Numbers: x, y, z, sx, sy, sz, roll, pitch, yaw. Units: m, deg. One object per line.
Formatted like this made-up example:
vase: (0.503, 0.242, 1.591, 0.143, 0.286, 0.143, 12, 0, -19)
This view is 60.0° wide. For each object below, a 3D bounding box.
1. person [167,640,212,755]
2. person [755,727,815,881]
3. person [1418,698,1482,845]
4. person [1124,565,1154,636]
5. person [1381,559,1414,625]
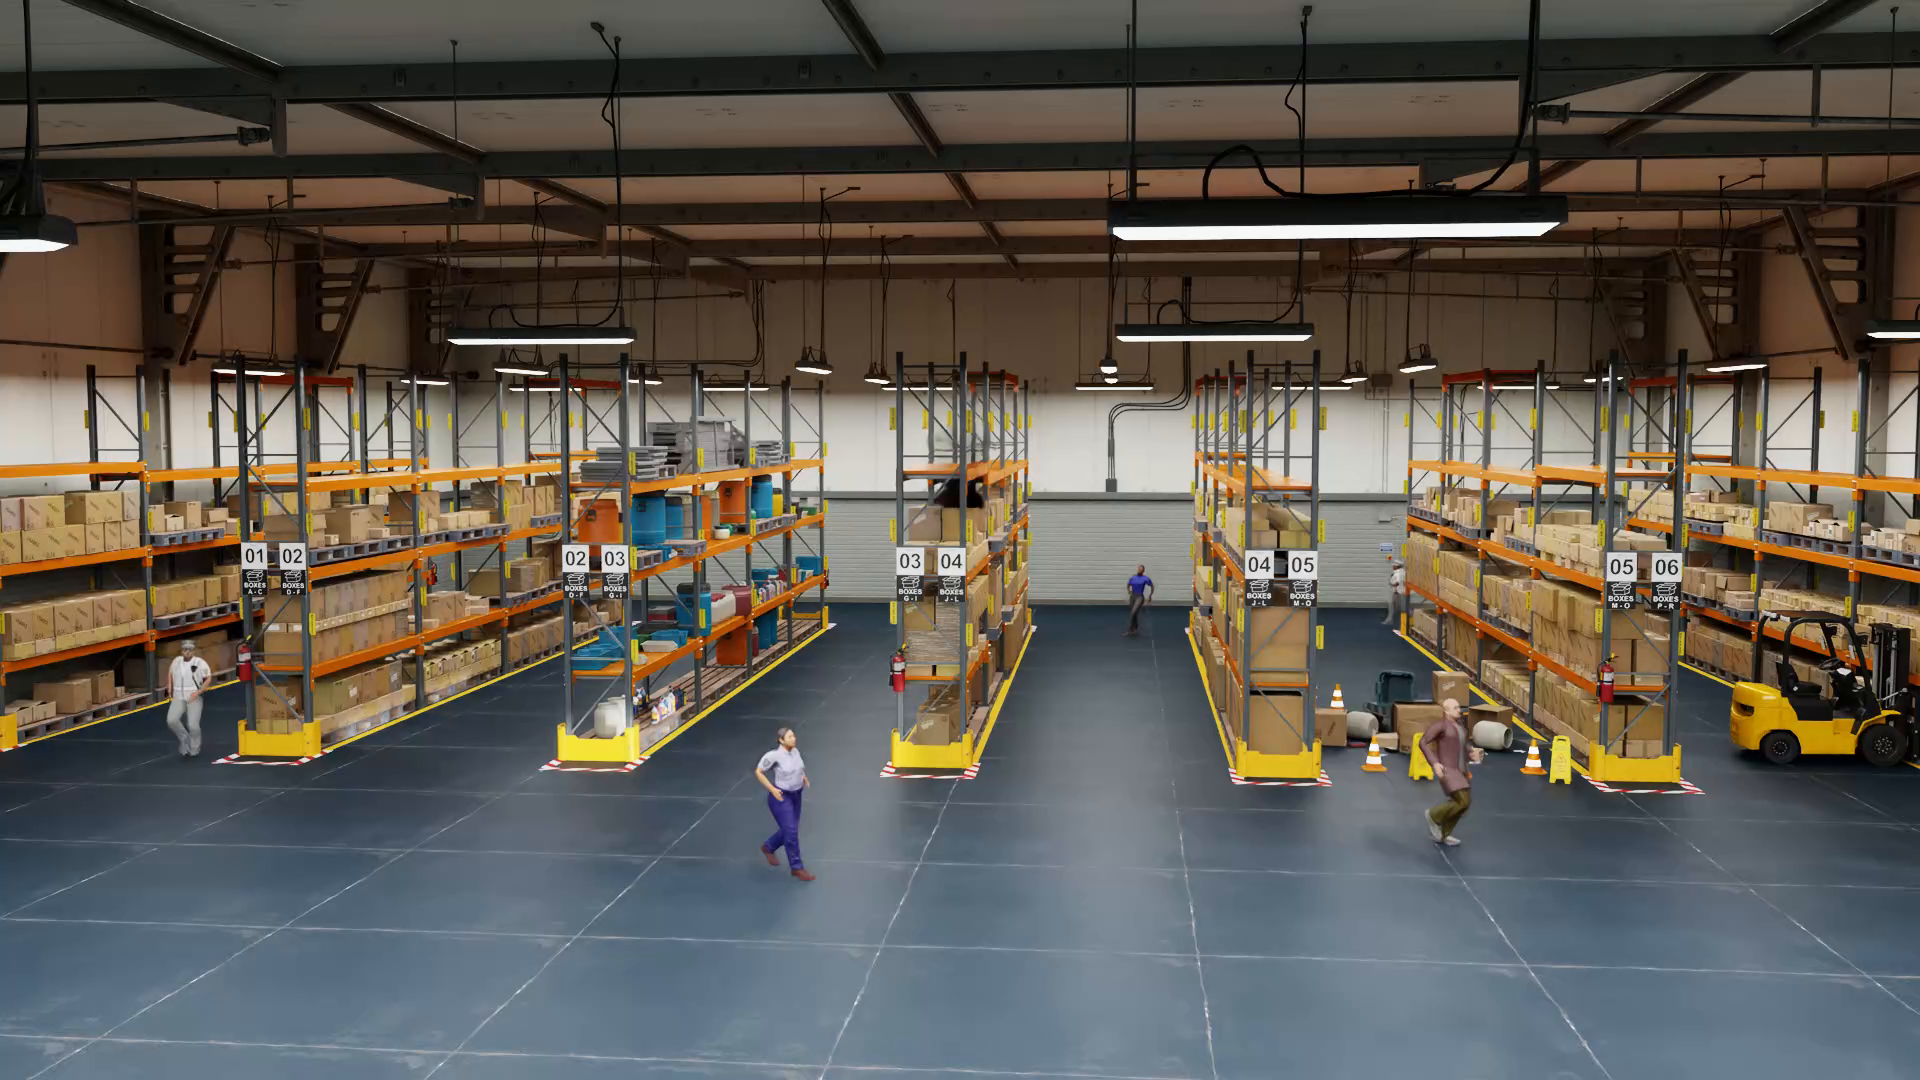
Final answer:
person: (-11.582, 2.359, 24.909, 0.684, 1.748, 0.586, 0, 4, -2)
person: (-1.924, 2.875, 18.326, 0.837, 1.649, 0.617, 3, 5, 32)
person: (5.830, 2.741, 19.586, 0.702, 1.737, 0.620, -4, 5, -42)
person: (4.163, 1.405, 39.009, 0.624, 1.653, 0.835, 3, 5, 35)
person: (10.655, 1.291, 40.401, 0.910, 1.645, 0.642, 2, 4, 24)
